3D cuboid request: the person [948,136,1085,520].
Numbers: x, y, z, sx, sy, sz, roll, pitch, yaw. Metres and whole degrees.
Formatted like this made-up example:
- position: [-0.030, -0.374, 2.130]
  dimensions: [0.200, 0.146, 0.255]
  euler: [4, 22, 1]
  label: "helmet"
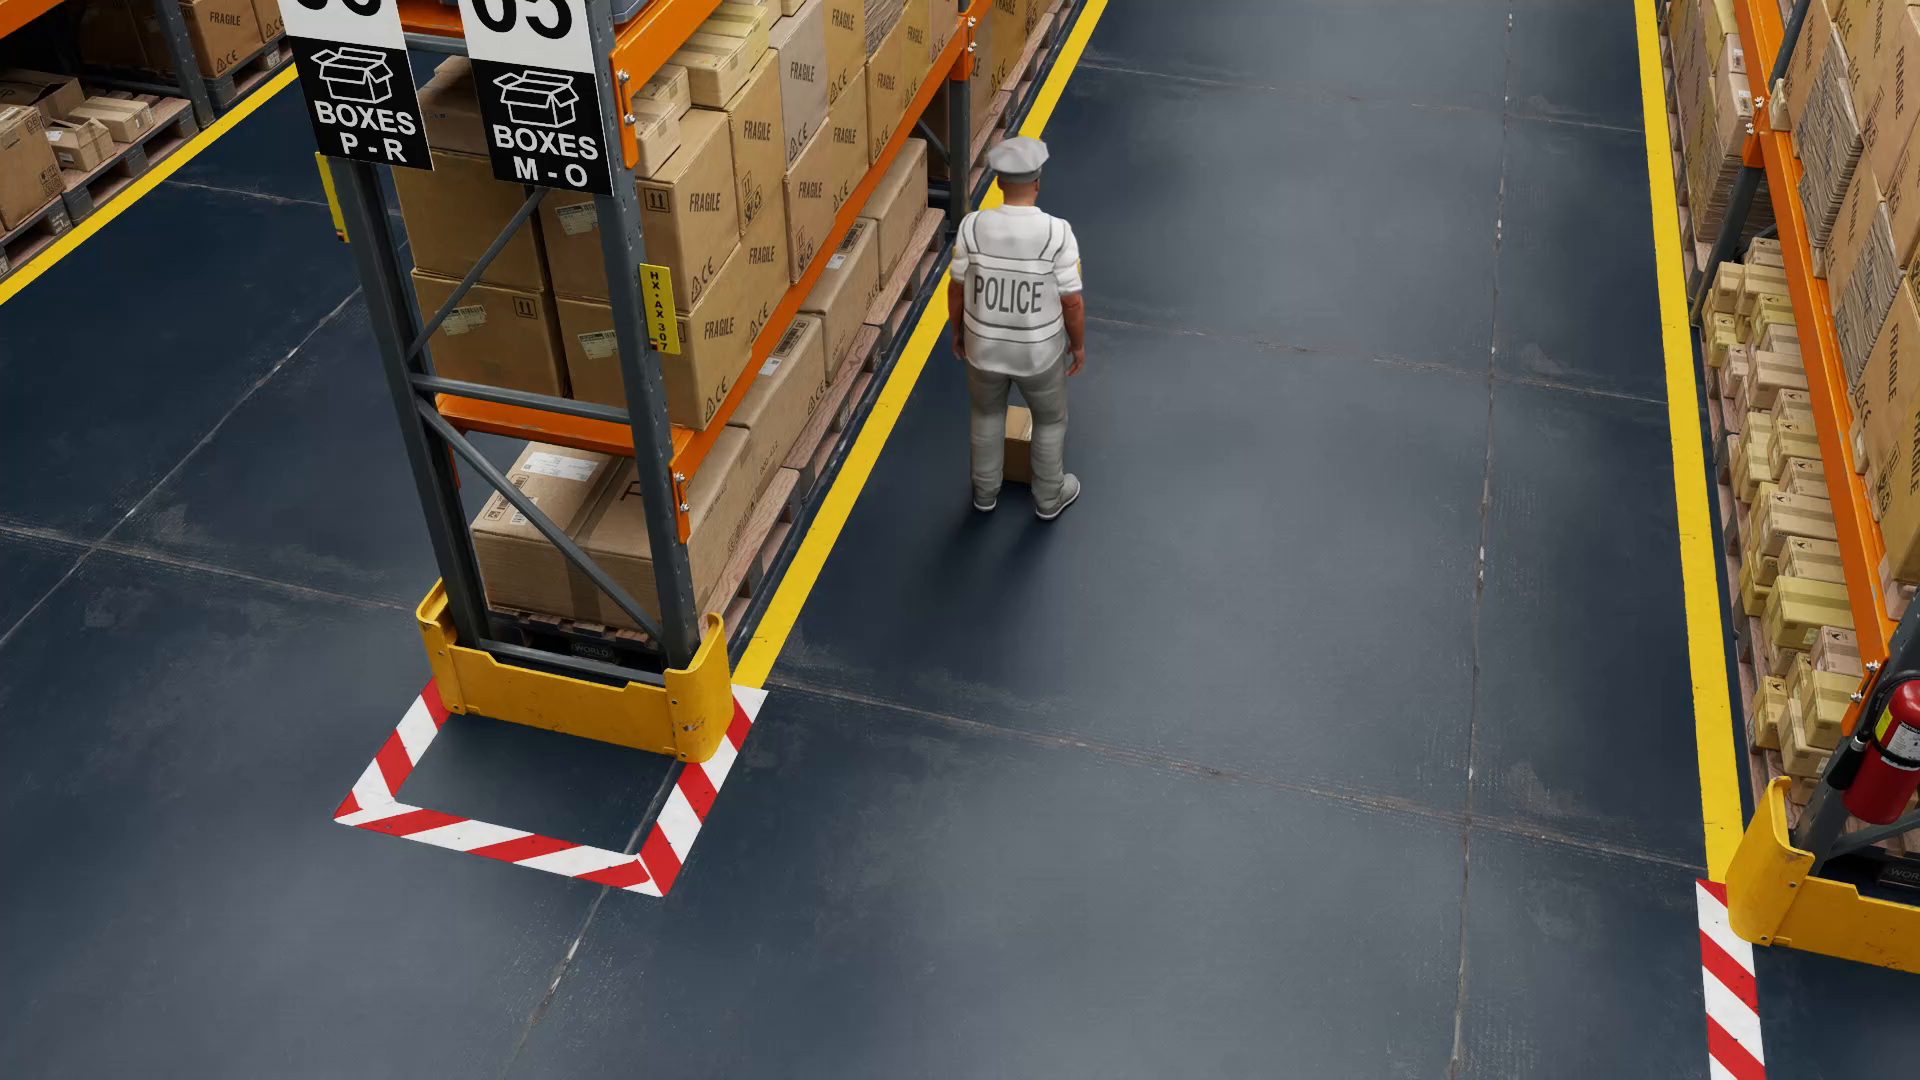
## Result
- position: [0.239, -0.842, 7.128]
  dimensions: [0.590, 1.748, 0.435]
  euler: [9, 42, 11]
  label: "person"
